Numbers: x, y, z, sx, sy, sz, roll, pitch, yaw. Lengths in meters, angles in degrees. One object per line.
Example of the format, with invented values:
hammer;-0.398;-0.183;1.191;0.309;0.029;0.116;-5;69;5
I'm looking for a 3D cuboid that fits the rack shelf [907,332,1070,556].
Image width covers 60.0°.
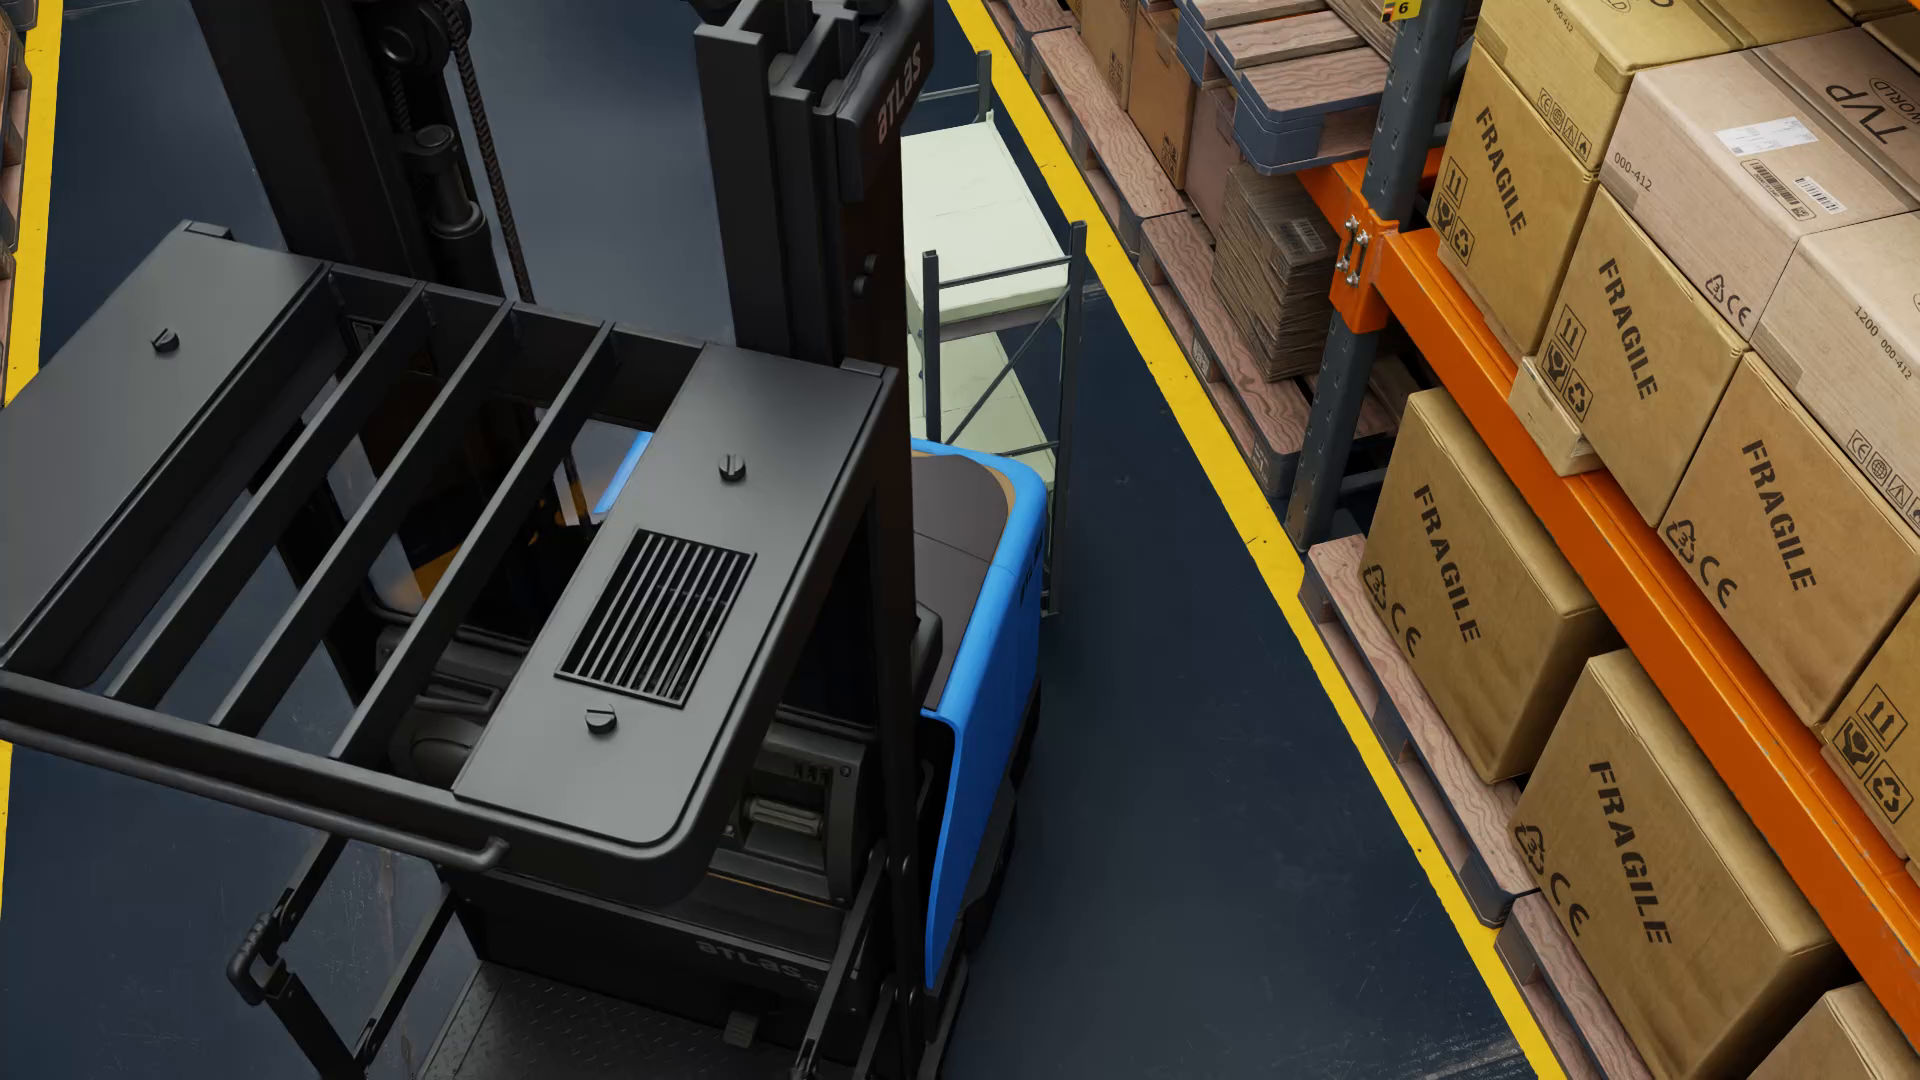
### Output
rack shelf;-0.002;-0.278;4.930;0.431;0.370;0.720;-13;51;-11

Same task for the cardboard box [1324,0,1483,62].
cardboard box;1.374;-1.592;4.277;0.700;0.500;0.500;-19;52;-15

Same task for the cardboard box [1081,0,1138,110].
cardboard box;0.886;-2.053;6.366;0.700;0.500;0.500;-13;51;-11

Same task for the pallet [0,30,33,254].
pallet;-4.136;-1.448;6.332;1.003;0.211;1.213;-13;51;-11

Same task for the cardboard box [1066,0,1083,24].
cardboard box;0.774;-2.435;6.688;0.700;0.500;0.500;-14;51;-12

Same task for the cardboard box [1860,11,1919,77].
cardboard box;2.054;-0.802;3.200;0.500;0.250;0.500;-15;51;-12

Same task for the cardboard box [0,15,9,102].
cardboard box;-3.992;-1.888;6.403;0.500;0.250;0.500;-14;51;-11

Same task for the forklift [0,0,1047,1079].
forklift;-0.685;0.543;2.875;1.130;2.935;3.031;13;51;11

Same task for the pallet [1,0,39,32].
pallet;-4.587;-2.567;7.276;1.003;0.211;1.213;-13;51;-11

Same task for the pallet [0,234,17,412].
pallet;-3.772;-0.555;5.580;1.003;0.211;1.213;-13;51;-11

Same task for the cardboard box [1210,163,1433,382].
cardboard box;1.260;-0.927;5.417;0.700;0.500;0.500;-13;51;-10

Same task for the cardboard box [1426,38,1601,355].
cardboard box;1.422;-0.799;3.689;0.500;0.500;0.500;-12;51;-10

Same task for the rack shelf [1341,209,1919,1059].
rack shelf;2.114;0.616;3.240;1.077;0.370;4.000;-13;51;-11

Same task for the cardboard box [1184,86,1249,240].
cardboard box;1.219;-1.330;5.756;0.700;0.500;0.500;-13;51;-11

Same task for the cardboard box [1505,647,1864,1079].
cardboard box;1.868;0.688;3.839;0.750;0.750;0.750;-14;51;-11

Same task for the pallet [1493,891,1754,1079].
pallet;2.041;1.304;4.013;1.003;0.211;1.213;-13;51;-11

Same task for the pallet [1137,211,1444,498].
pallet;1.293;-0.749;5.744;1.003;0.211;1.213;-13;51;-11

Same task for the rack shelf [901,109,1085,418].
rack shelf;-0.002;-0.740;4.382;0.431;0.370;0.720;-13;51;-11

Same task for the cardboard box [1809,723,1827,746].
cardboard box;1.806;0.224;3.251;0.380;0.149;0.250;-13;51;-10

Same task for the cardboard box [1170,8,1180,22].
cardboard box;0.994;-1.974;5.809;0.500;0.250;0.500;-14;51;-11

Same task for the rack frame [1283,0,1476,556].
rack frame;1.523;-1.077;4.196;1.000;3.000;0.127;-13;51;-11

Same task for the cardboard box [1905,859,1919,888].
cardboard box;1.934;0.602;2.932;0.380;0.149;0.250;-12;51;-10

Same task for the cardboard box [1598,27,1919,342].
cardboard box;1.570;-0.671;3.090;0.500;0.250;0.500;-14;51;-11

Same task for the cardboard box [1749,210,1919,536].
cardboard box;1.722;-0.307;2.783;0.500;0.250;0.500;-13;51;-11

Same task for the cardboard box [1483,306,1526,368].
cardboard box;1.465;-0.524;3.881;0.380;0.149;0.250;-13;51;-10

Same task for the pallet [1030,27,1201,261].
pallet;0.936;-1.639;6.494;1.003;0.211;1.213;-13;51;-11

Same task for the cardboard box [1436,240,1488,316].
cardboard box;1.399;-0.710;4.038;0.380;0.149;0.250;-14;51;-12

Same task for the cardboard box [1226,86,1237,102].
cardboard box;1.151;-1.599;5.493;0.500;0.250;0.500;-12;51;-10

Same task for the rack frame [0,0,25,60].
rack frame;-4.391;-2.876;5.712;1.000;3.000;0.127;-13;51;-11

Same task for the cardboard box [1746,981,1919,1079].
cardboard box;2.123;1.308;3.317;0.750;0.750;0.750;-12;51;-10

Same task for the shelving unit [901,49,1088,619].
shelving unit;-0.002;-0.488;4.681;0.431;1.500;0.755;-13;51;-11

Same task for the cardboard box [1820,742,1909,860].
cardboard box;1.863;0.408;3.095;0.380;0.149;0.250;-13;51;-11

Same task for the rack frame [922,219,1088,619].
rack frame;0.106;-0.221;4.455;0.400;1.500;0.023;-13;51;-11

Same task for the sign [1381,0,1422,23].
sign;1.007;-1.295;3.674;0.100;0.325;0.005;-13;51;-11

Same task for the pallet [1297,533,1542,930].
pallet;1.684;0.415;4.762;1.003;0.211;1.213;-13;51;-11

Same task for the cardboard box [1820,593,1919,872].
cardboard box;1.875;0.327;2.740;0.500;0.500;0.500;-12;51;-10

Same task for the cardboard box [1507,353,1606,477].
cardboard box;1.463;-0.311;3.701;0.380;0.149;0.250;-12;51;-10

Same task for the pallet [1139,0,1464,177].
pallet;1.210;-1.512;4.688;1.213;0.211;1.003;-13;51;-11

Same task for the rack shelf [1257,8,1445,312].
rack shelf;0.931;-2.306;5.703;1.077;0.370;4.000;-13;51;-11

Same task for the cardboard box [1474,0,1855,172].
cardboard box;1.419;-1.042;3.403;0.500;0.250;0.500;-12;51;-10

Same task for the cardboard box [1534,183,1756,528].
cardboard box;1.568;-0.414;3.364;0.500;0.500;0.500;-12;51;-10

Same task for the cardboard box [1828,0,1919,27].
cardboard box;1.904;-1.181;3.520;0.500;0.250;0.500;-12;51;-10

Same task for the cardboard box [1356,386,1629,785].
cardboard box;1.615;0.047;4.380;0.750;0.750;0.750;-14;51;-11

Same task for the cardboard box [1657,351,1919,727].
cardboard box;1.713;-0.052;3.059;0.500;0.500;0.500;-14;51;-11

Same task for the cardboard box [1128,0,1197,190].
cardboard box;1.045;-1.686;6.057;0.700;0.500;0.500;-14;51;-11

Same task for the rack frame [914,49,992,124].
rack frame;-0.110;-0.756;4.906;0.400;1.500;0.023;-13;51;-11

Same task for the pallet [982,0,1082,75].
pallet;0.571;-2.531;7.246;1.003;0.211;1.213;-13;51;-11
